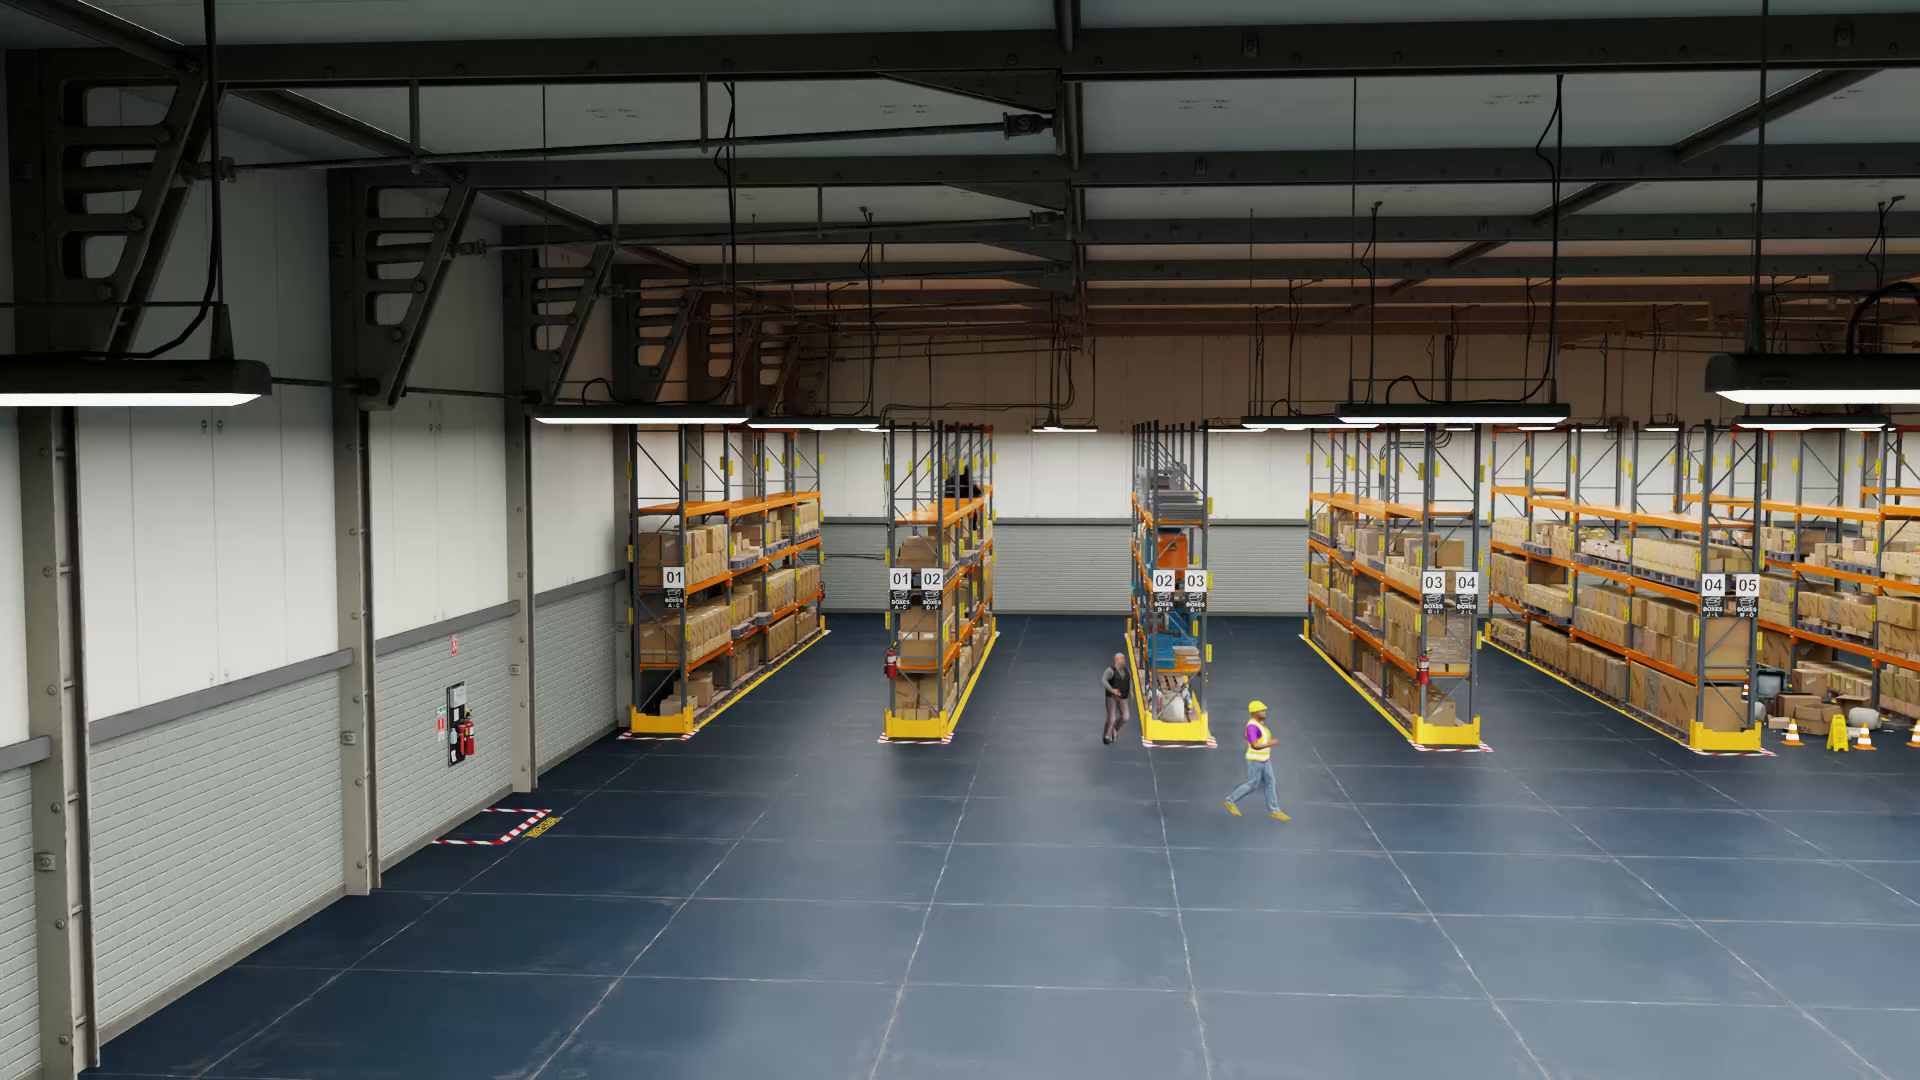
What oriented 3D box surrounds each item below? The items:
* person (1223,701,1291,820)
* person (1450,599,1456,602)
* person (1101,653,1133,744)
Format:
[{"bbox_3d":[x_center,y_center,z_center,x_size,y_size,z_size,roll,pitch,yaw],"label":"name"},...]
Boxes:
[{"bbox_3d":[4.408,3.255,24.599,0.985,1.751,0.700,2,4,25],"label":"person"},{"bbox_3d":[13.419,1.989,45.408,0.700,1.806,0.823,1,4,9],"label":"person"},{"bbox_3d":[2.940,2.934,30.705,0.715,1.676,0.574,-1,4,-22],"label":"person"}]
